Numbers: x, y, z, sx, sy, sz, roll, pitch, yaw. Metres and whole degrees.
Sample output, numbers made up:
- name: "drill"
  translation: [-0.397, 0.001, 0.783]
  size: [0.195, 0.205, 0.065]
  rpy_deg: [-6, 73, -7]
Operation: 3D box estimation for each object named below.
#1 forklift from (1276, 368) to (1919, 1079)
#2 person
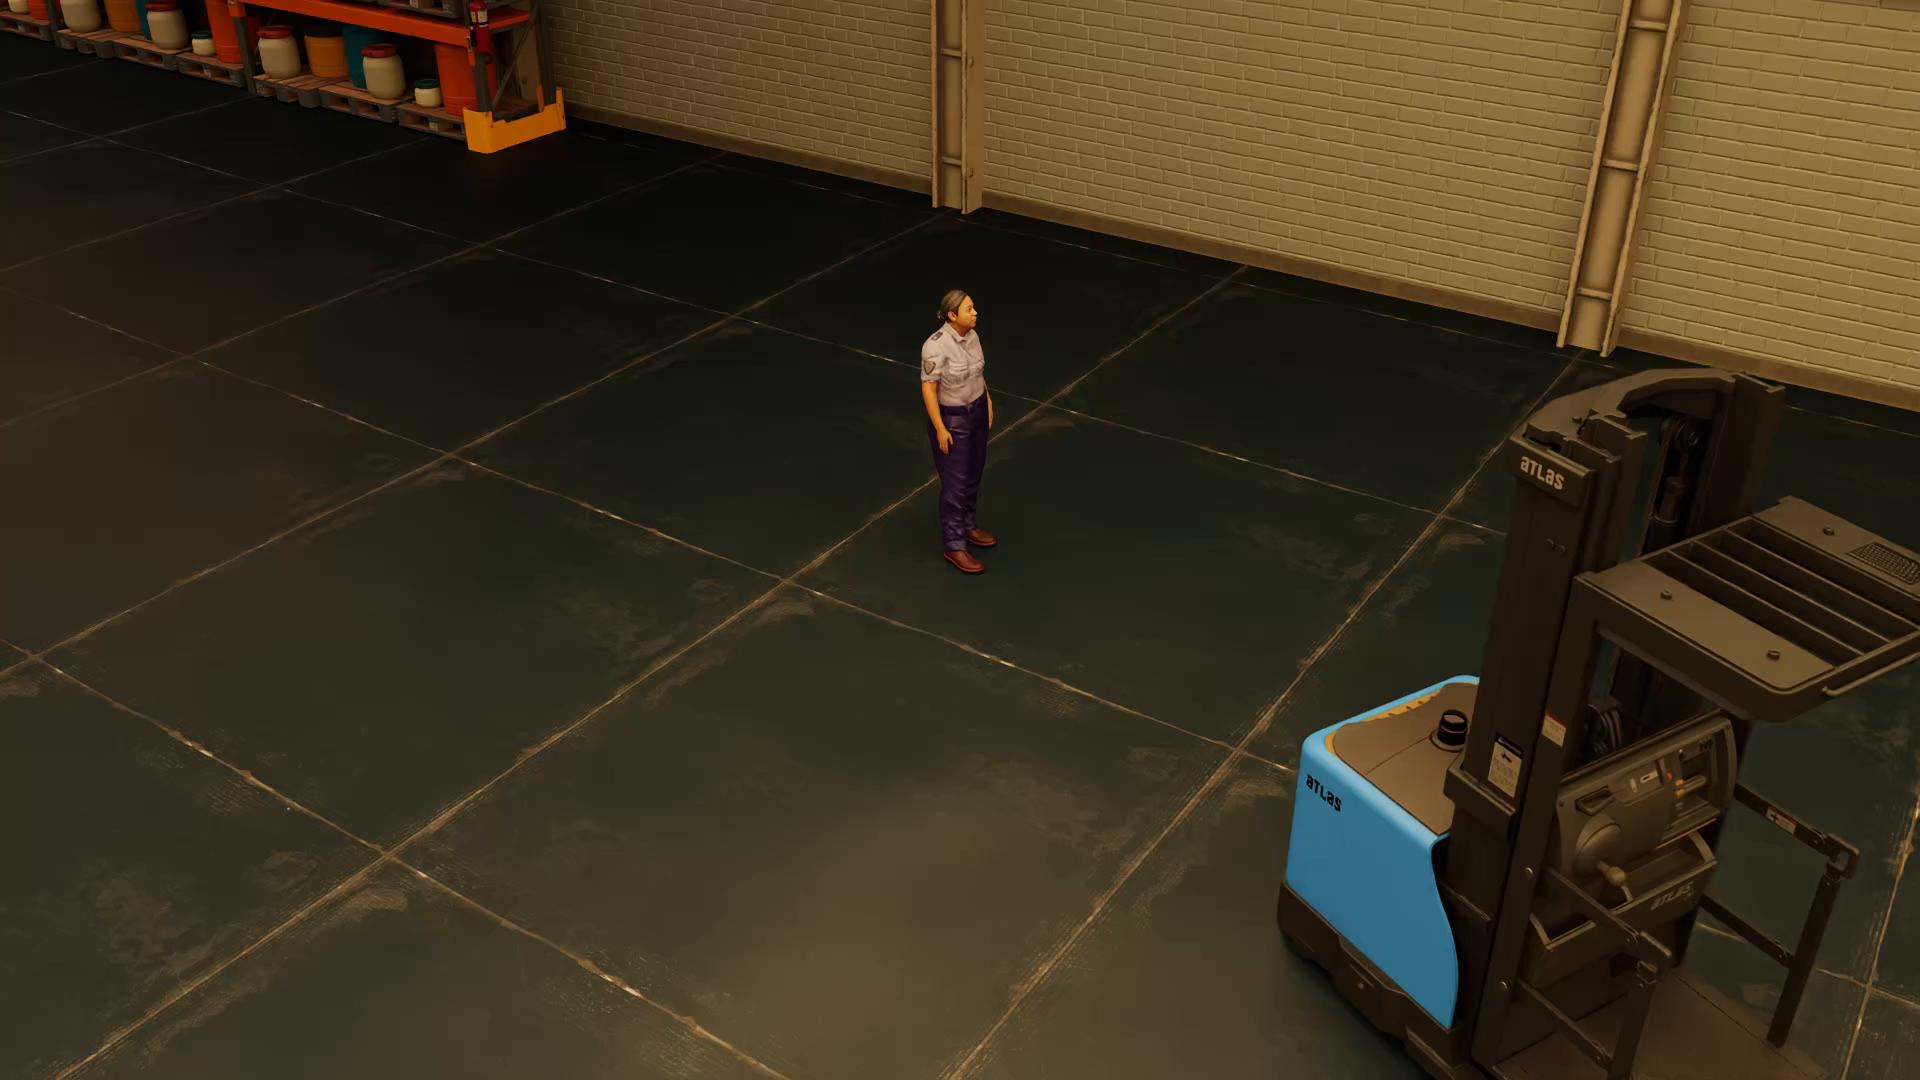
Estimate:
- name: "forklift"
  translation: [2.594, 0.999, 5.861]
  size: [1.130, 2.935, 3.031]
  rpy_deg: [-16, 34, -26]
- name: "person"
  translation: [0.062, -0.684, 10.023]
  size: [0.502, 1.651, 0.598]
  rpy_deg: [19, 35, 29]
